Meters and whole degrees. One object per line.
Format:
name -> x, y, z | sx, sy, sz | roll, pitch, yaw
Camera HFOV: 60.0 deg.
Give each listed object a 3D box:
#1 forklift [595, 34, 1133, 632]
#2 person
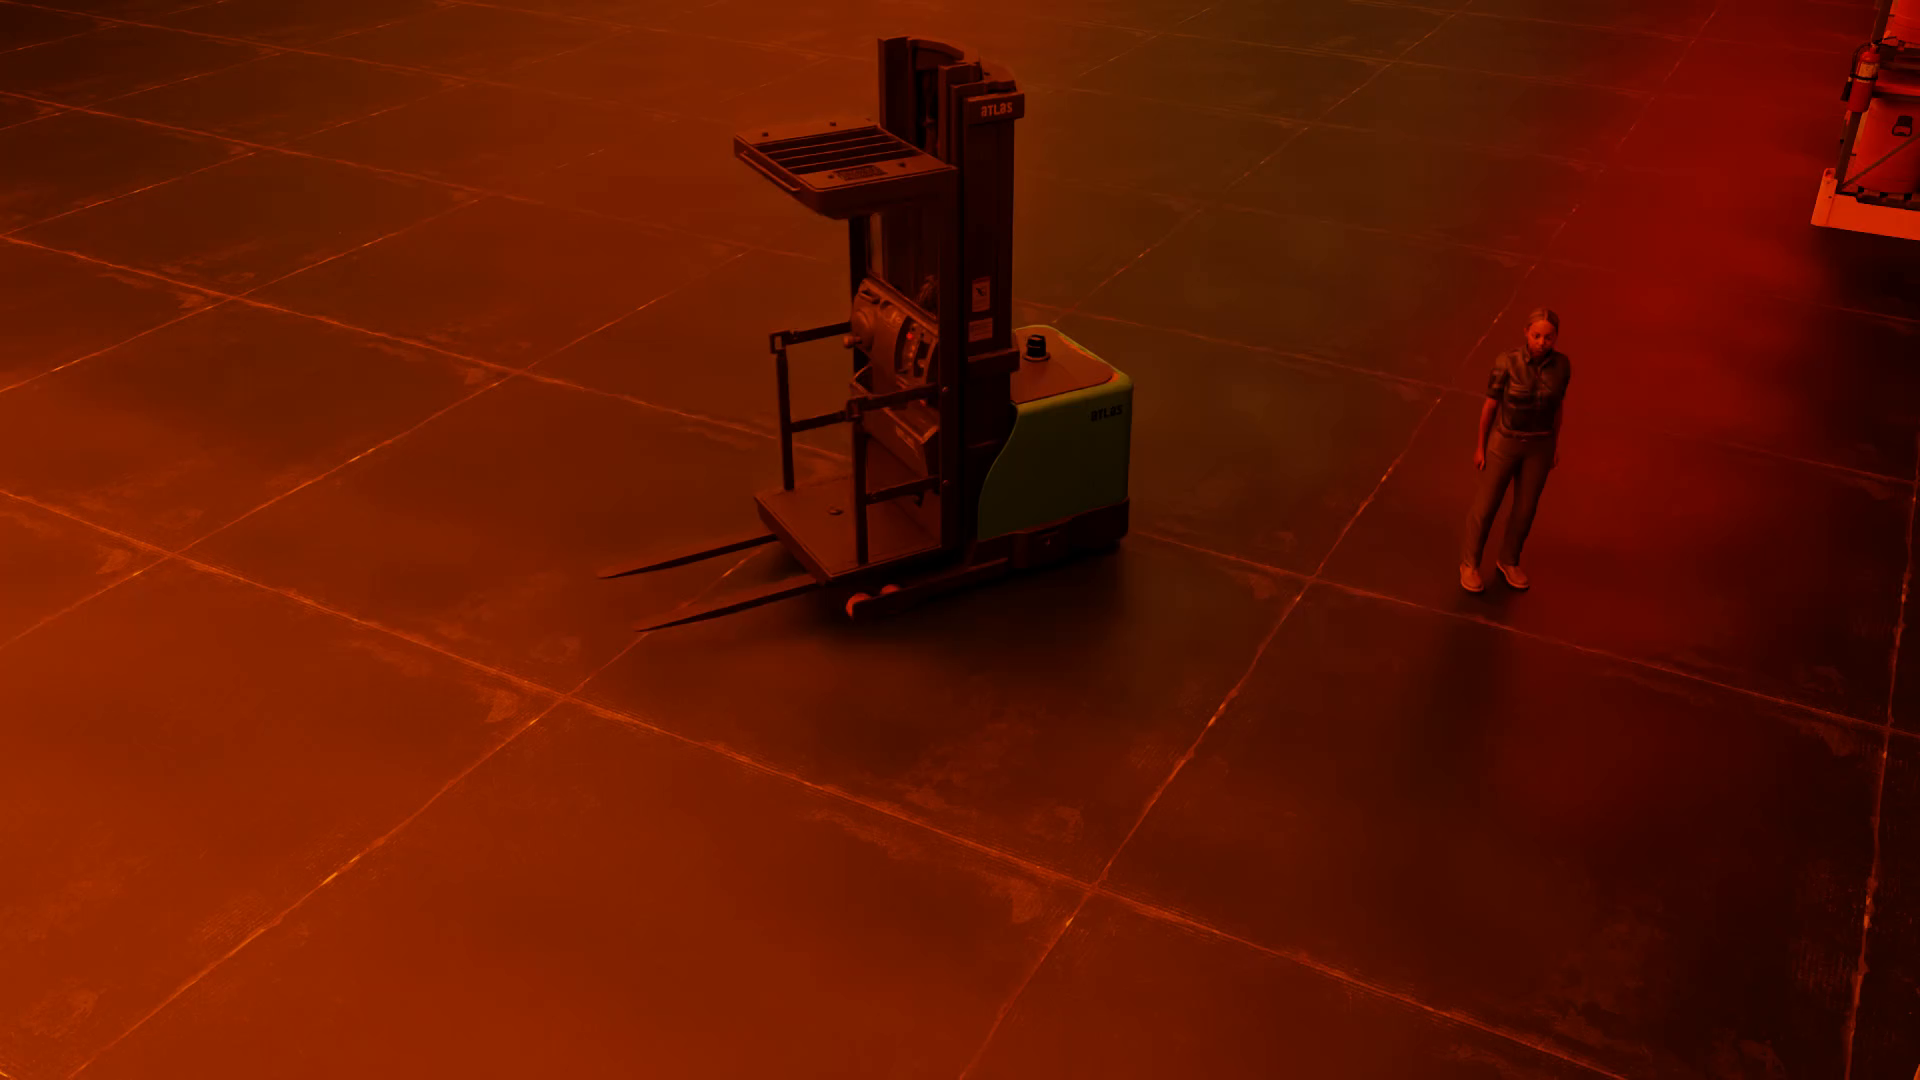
forklift -> -0.540, -1.110, 8.993 | 3.031, 2.935, 1.130 | -15, 33, -25
person -> 3.093, -0.494, 9.202 | 0.475, 1.663, 0.335 | -1, 30, -2
